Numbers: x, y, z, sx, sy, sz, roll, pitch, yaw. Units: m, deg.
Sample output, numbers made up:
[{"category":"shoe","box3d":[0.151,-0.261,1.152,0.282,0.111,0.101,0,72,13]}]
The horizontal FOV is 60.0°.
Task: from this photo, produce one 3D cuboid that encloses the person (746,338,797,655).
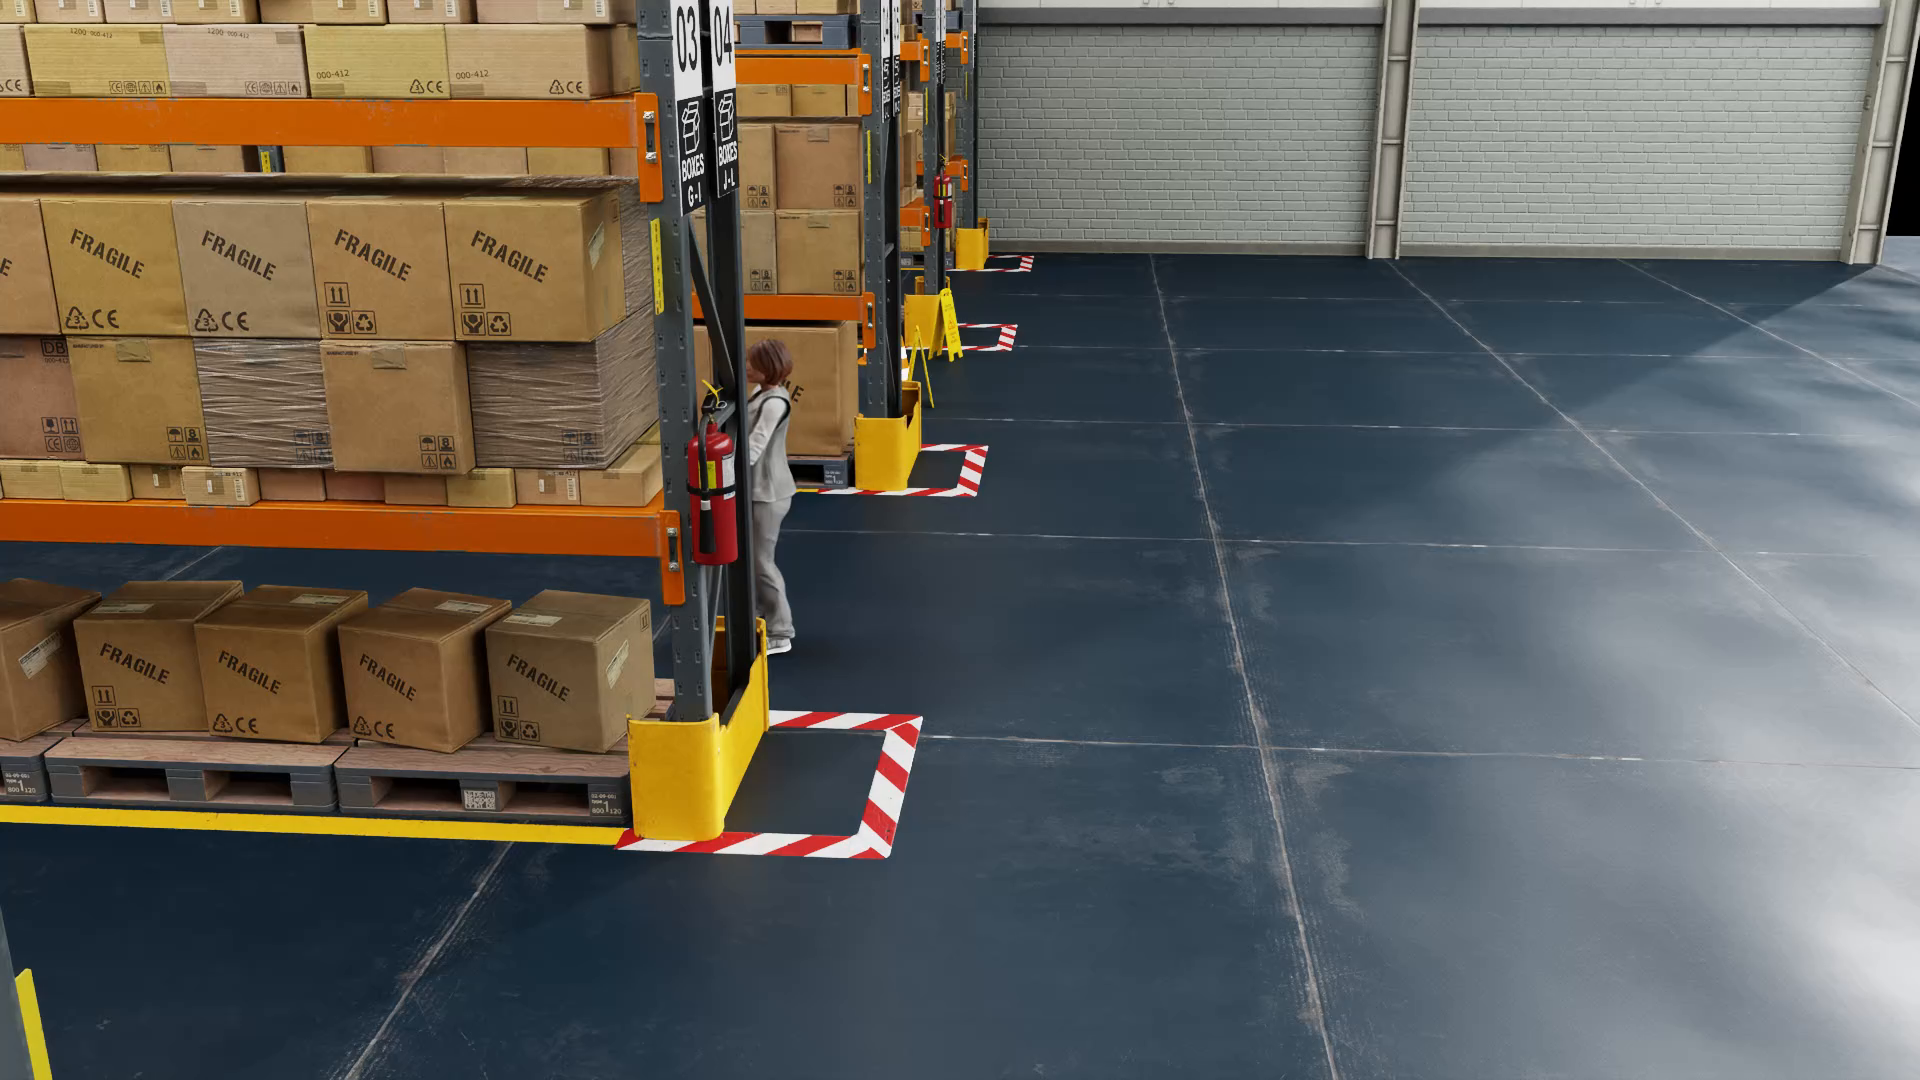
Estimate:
[{"category":"person","box3d":[-1.056,-0.209,8.230,0.495,1.591,0.404,-3,18,-10]}]
